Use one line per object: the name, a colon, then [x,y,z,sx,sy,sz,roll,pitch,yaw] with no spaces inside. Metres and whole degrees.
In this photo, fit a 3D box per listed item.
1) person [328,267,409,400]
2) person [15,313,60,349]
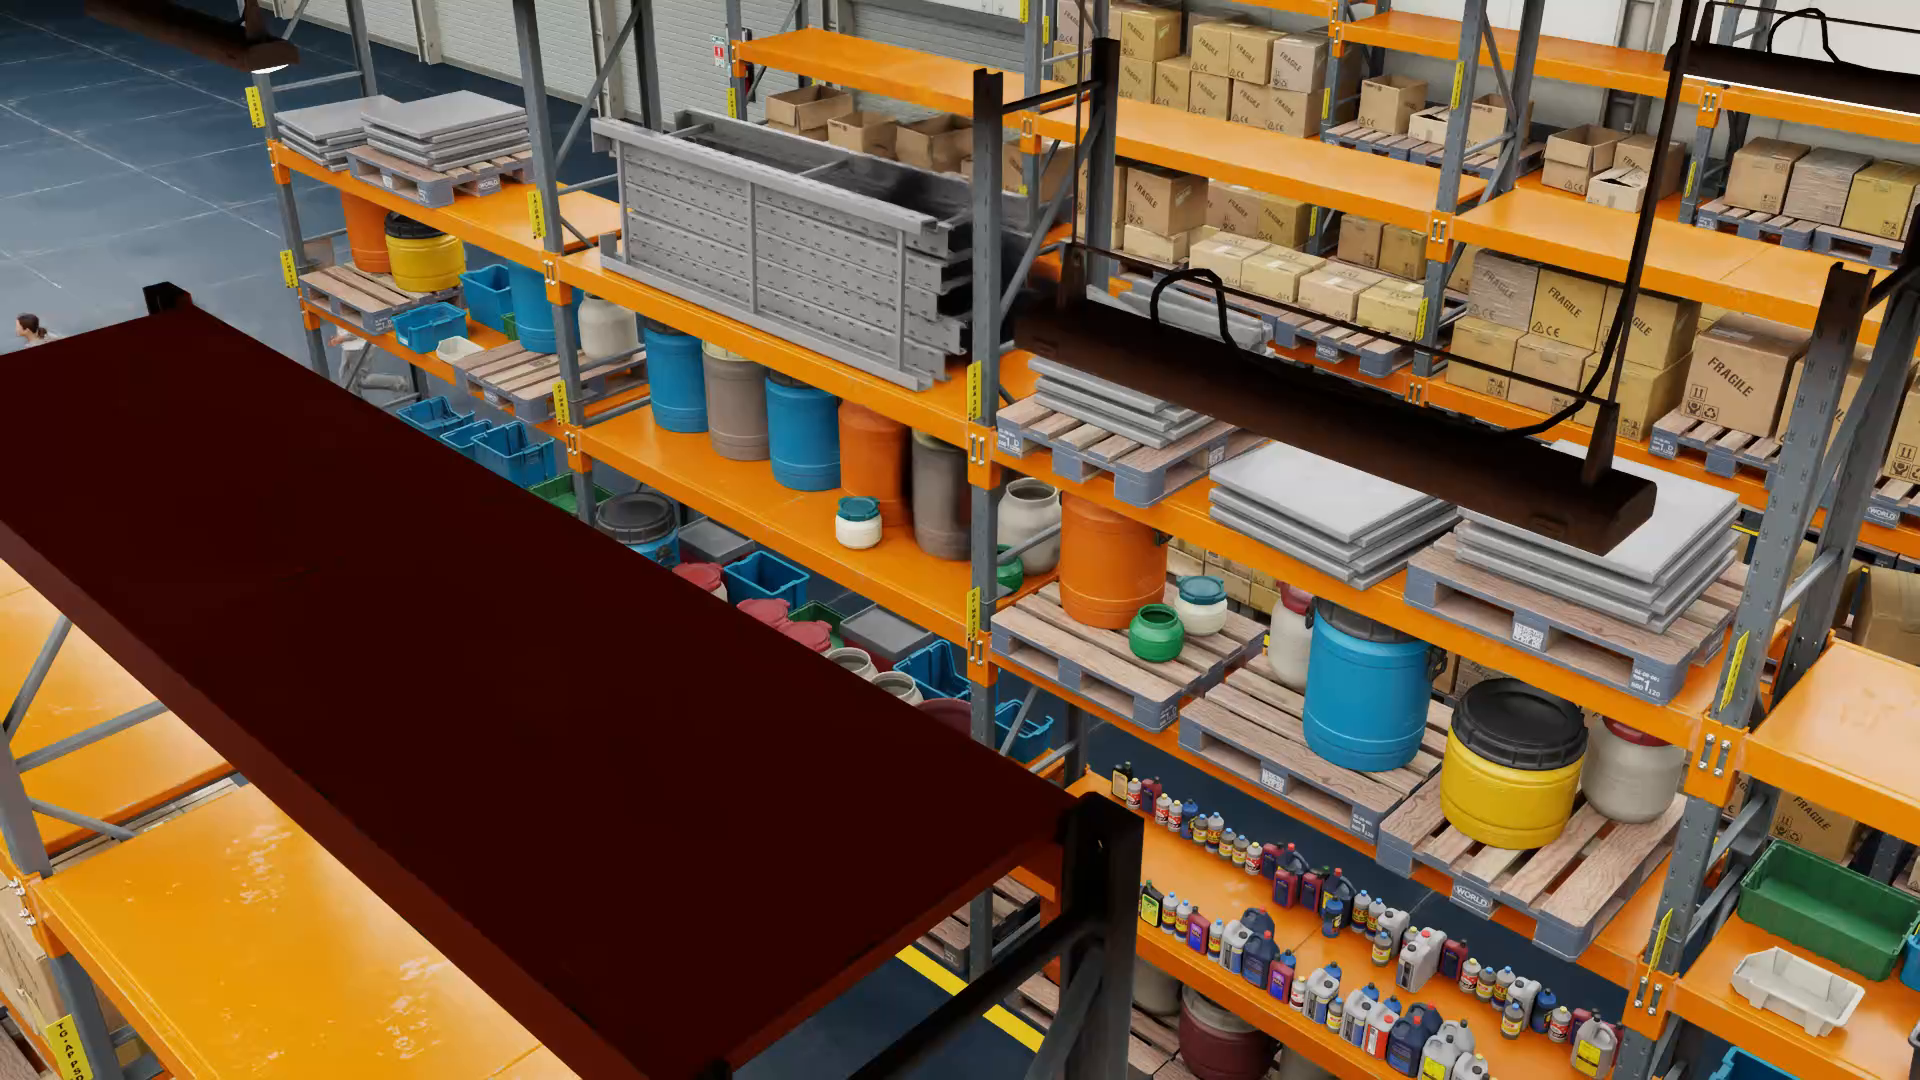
person: [-6.596,-2.175,18.349,0.819,1.763,0.662,-11,31,-19]
person: [-9.419,-1.561,17.288,0.856,1.715,0.535,-12,31,-20]
